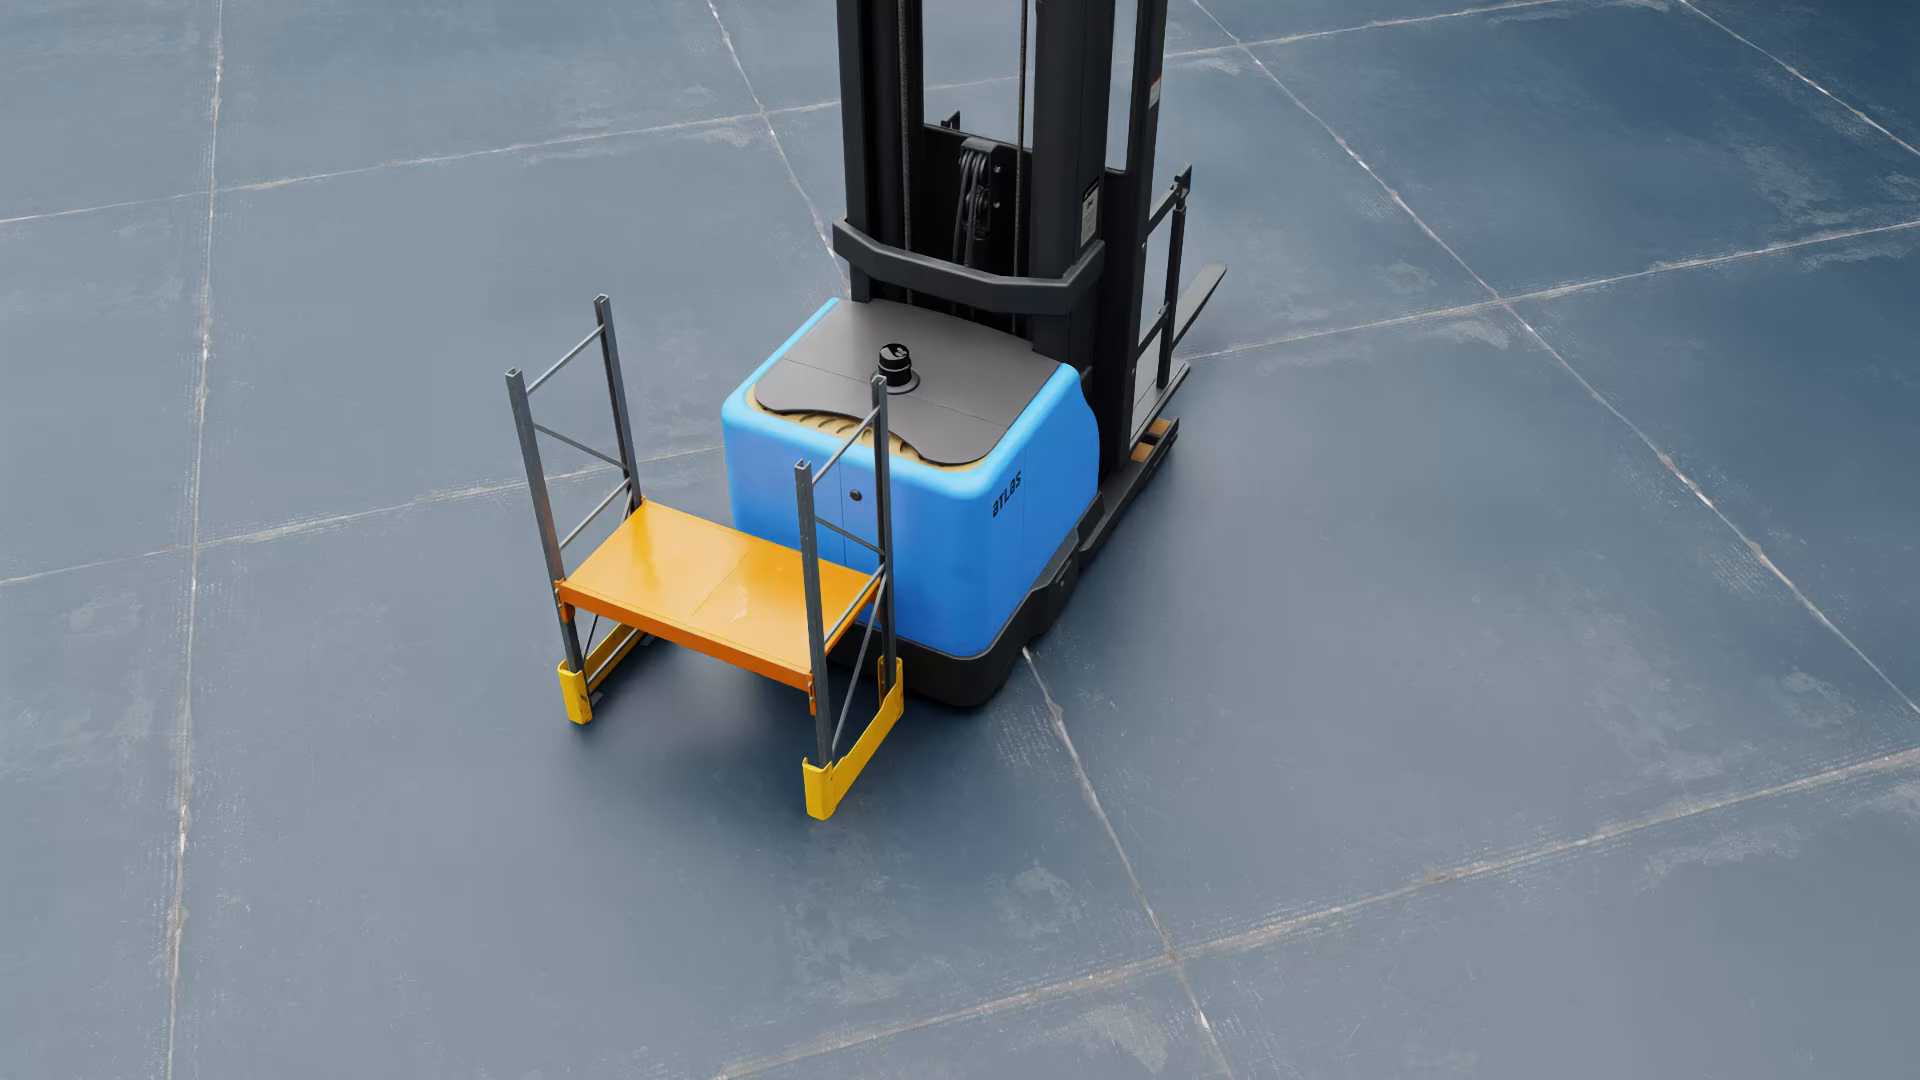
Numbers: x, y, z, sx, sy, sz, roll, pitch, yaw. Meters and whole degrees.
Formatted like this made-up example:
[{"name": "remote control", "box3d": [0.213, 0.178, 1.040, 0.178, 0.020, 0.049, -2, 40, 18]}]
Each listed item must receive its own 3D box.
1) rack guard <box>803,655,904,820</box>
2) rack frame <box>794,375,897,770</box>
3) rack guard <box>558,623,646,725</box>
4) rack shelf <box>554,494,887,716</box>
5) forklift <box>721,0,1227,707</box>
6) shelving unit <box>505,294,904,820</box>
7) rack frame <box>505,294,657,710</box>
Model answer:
[{"name": "rack guard", "box3d": [-0.363, 0.679, 5.782, 0.087, 0.250, 0.587, 18, 44, 19]}, {"name": "rack frame", "box3d": [-0.346, 0.214, 5.365, 0.032, 1.500, 0.500, 18, 44, 19]}, {"name": "rack guard", "box3d": [-1.257, 0.390, 6.114, 0.087, 0.250, 0.587, 18, 44, 19]}, {"name": "rack shelf", "box3d": [-0.802, 0.202, 5.652, 1.000, 0.185, 0.538, 18, 44, 19]}, {"name": "forklift", "box3d": [0.285, -1.471, 6.206, 1.130, 2.935, 3.031, 19, 44, 20]}, {"name": "shelving unit", "box3d": [-0.810, 0.064, 5.537, 1.083, 1.500, 0.587, 18, 44, 19]}, {"name": "rack frame", "box3d": [-1.258, -0.081, 5.703, 0.032, 1.500, 0.500, 18, 44, 19]}]
